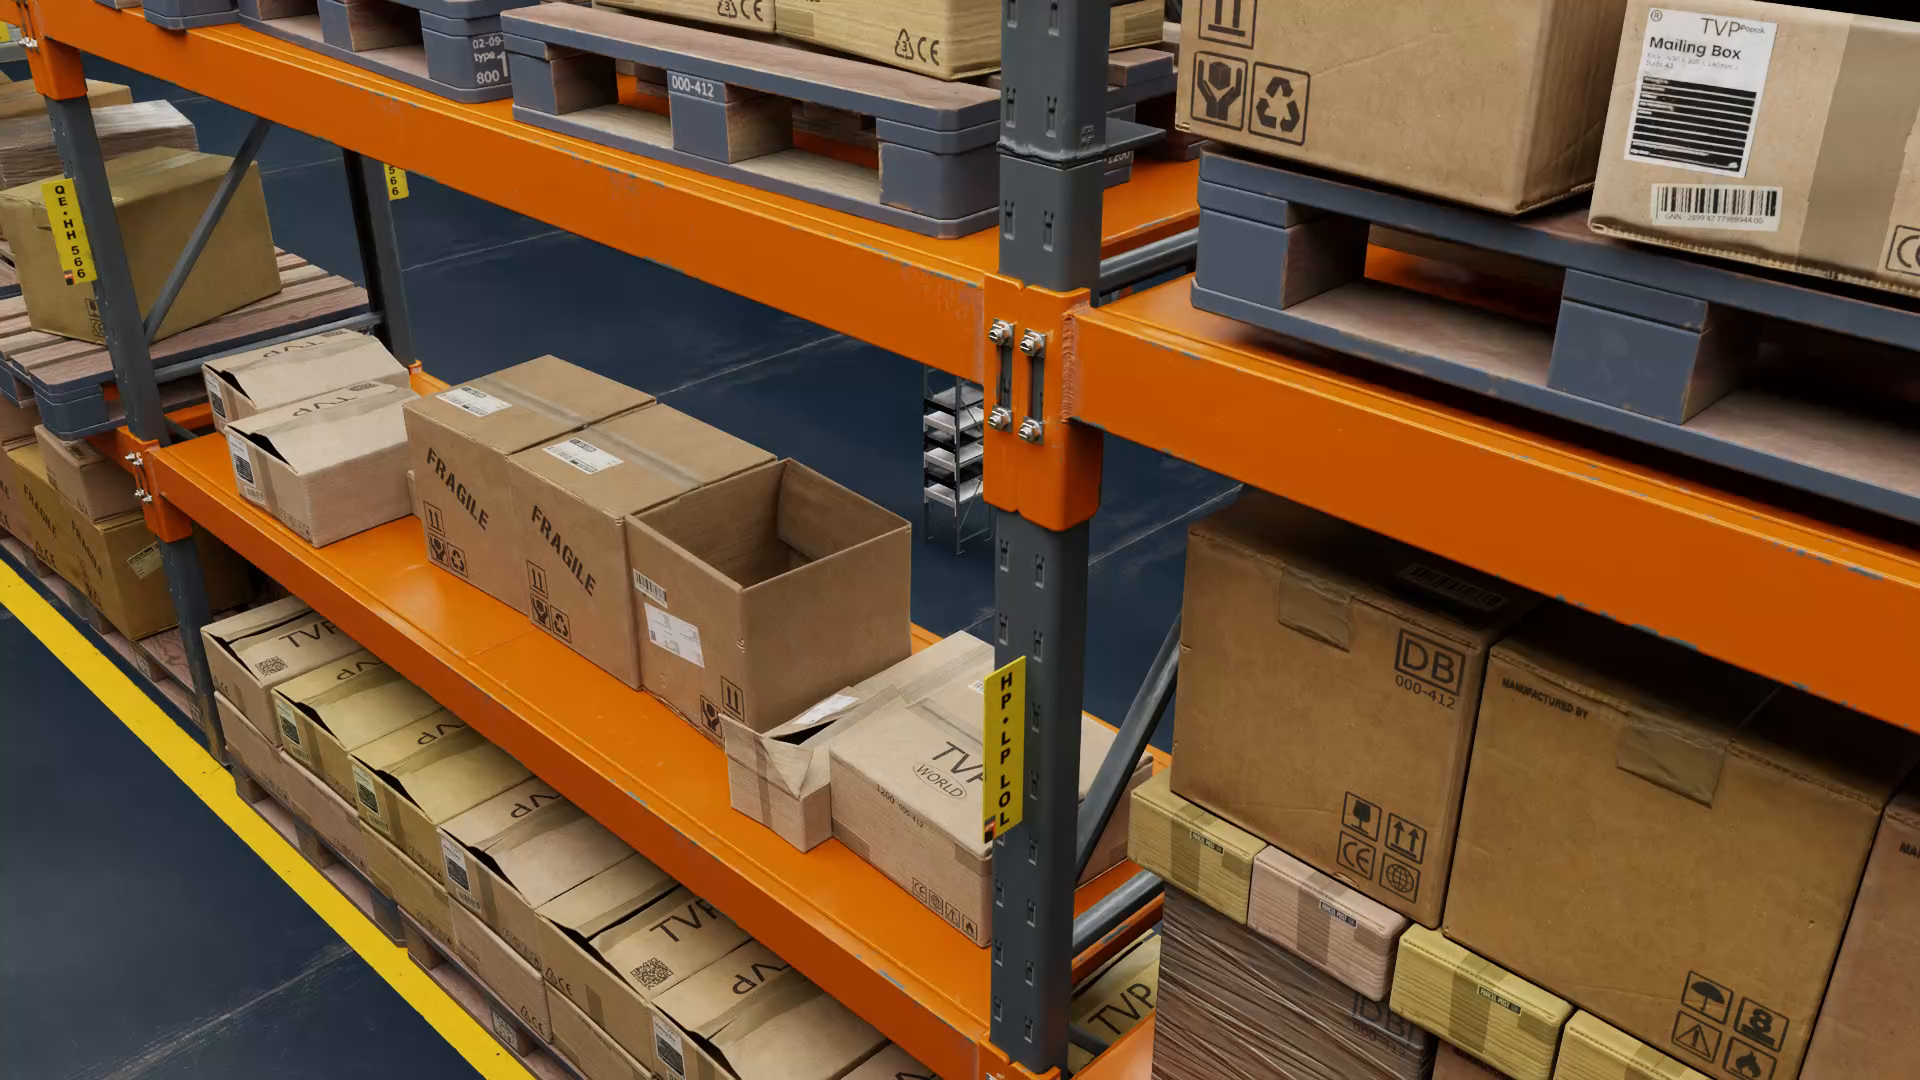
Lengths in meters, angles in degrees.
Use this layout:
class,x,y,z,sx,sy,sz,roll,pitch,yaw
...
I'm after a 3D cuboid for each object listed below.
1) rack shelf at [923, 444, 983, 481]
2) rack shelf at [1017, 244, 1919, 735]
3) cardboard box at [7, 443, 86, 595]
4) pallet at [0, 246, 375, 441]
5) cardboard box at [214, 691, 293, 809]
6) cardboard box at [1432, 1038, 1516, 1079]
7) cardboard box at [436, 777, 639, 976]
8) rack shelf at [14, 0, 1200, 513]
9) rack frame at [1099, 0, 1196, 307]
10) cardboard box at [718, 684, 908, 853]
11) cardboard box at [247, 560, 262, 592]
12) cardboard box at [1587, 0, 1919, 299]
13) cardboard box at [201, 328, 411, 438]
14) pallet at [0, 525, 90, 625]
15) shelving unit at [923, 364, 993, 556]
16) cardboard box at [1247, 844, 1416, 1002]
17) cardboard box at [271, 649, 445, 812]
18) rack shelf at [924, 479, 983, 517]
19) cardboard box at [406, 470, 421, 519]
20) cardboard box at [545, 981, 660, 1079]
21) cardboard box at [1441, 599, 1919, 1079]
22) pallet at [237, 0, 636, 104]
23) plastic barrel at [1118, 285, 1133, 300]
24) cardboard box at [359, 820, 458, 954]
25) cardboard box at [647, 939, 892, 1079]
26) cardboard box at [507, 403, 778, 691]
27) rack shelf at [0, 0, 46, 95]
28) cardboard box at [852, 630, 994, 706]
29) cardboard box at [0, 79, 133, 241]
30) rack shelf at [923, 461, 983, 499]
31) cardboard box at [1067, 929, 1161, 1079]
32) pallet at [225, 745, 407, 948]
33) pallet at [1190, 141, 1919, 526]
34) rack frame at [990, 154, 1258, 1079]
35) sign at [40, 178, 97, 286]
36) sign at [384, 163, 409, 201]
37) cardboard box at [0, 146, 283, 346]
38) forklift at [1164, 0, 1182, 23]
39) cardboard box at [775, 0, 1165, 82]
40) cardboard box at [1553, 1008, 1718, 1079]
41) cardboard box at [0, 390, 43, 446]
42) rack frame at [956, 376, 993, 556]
class,x,y,z,sx,sy,sz,roll,pitch,yaw
rack shelf,-0.006,-0.371,7.561,0.200,0.077,0.258,25,36,38
rack shelf,1.873,0.282,1.541,4.000,0.370,1.077,25,36,38
cardboard box,-3.605,-0.151,7.028,0.500,0.500,0.500,23,35,37
pallet,-2.938,-0.780,6.216,1.003,0.211,1.213,25,36,38
cardboard box,-2.238,0.633,5.827,0.500,0.250,0.500,24,36,38
cardboard box,1.149,0.907,2.695,0.500,0.500,0.700,24,36,38
cardboard box,-1.128,0.888,4.739,0.500,0.311,0.500,24,36,38
rack shelf,-0.979,-1.023,4.023,4.000,0.370,1.077,25,36,38
rack frame,1.070,-2.309,8.919,0.127,3.000,1.000,25,36,38
cardboard box,-0.309,0.472,3.774,0.258,0.266,0.396,24,36,37
cardboard box,-2.907,-0.167,7.058,0.500,0.500,0.500,23,35,37
cardboard box,1.006,-0.469,1.691,0.500,0.311,0.500,22,35,36
cardboard box,-2.176,-0.494,5.562,0.500,0.311,0.500,-23,35,-36
pallet,-3.777,-0.087,7.688,1.213,0.211,1.003,25,36,38
shelving unit,-0.006,-0.401,7.546,0.210,0.900,0.258,25,36,38
cardboard box,0.682,0.541,2.694,0.380,0.149,0.250,-25,36,-38
cardboard box,-1.857,0.553,5.375,0.500,0.311,0.500,24,36,37
rack shelf,-0.006,-0.212,7.645,0.200,0.077,0.258,25,36,38
cardboard box,-1.456,-0.158,5.097,0.380,0.149,0.250,-22,35,-36
cardboard box,-0.776,1.298,4.561,0.500,0.250,0.500,-24,36,-38
cardboard box,1.129,0.327,2.403,0.500,0.500,0.700,24,36,38
pallet,-1.059,-1.355,4.084,1.003,0.211,1.213,-23,36,-37
plastic barrel,0.709,-1.689,9.619,0.708,0.830,0.600,25,36,38
cardboard box,-1.504,0.964,5.196,0.500,0.250,0.500,23,36,37
cardboard box,-0.418,1.217,4.114,0.500,0.311,0.500,-24,36,-38
cardboard box,-0.822,0.003,4.414,0.500,0.500,0.500,25,36,38
rack shelf,-3.831,-2.328,6.505,4.000,0.370,1.077,25,36,38
cardboard box,-0.041,0.393,4.050,0.250,0.149,0.380,25,36,38
cardboard box,-3.954,-1.646,7.099,0.500,0.500,0.700,15,31,26
rack shelf,-0.006,-0.292,7.603,0.200,0.077,0.258,25,36,38
cardboard box,0.327,1.204,4.138,0.500,0.311,0.500,25,37,39
pallet,-1.846,0.849,5.908,1.213,0.211,1.003,25,36,38
pallet,1.073,-0.380,2.122,1.213,0.211,1.003,25,36,38
rack frame,0.447,0.639,3.313,0.127,3.000,1.000,25,36,38
sign,-2.779,-0.961,5.195,0.005,0.325,0.100,25,36,38
sign,-2.018,-1.364,5.878,0.005,0.325,0.100,25,36,38
cardboard box,-2.933,-1.065,5.993,0.500,0.500,0.700,12,30,22
forklift,1.390,-3.656,11.554,3.031,2.935,1.130,24,36,38
cardboard box,0.014,-1.013,2.940,0.500,0.250,0.500,-21,34,-34
cardboard box,1.055,0.710,2.373,0.250,0.149,0.380,24,36,38
cardboard box,-4.012,-0.664,7.196,0.500,0.250,0.500,24,36,37
rack frame,0.067,-0.368,7.483,0.006,0.900,0.240,25,36,38
